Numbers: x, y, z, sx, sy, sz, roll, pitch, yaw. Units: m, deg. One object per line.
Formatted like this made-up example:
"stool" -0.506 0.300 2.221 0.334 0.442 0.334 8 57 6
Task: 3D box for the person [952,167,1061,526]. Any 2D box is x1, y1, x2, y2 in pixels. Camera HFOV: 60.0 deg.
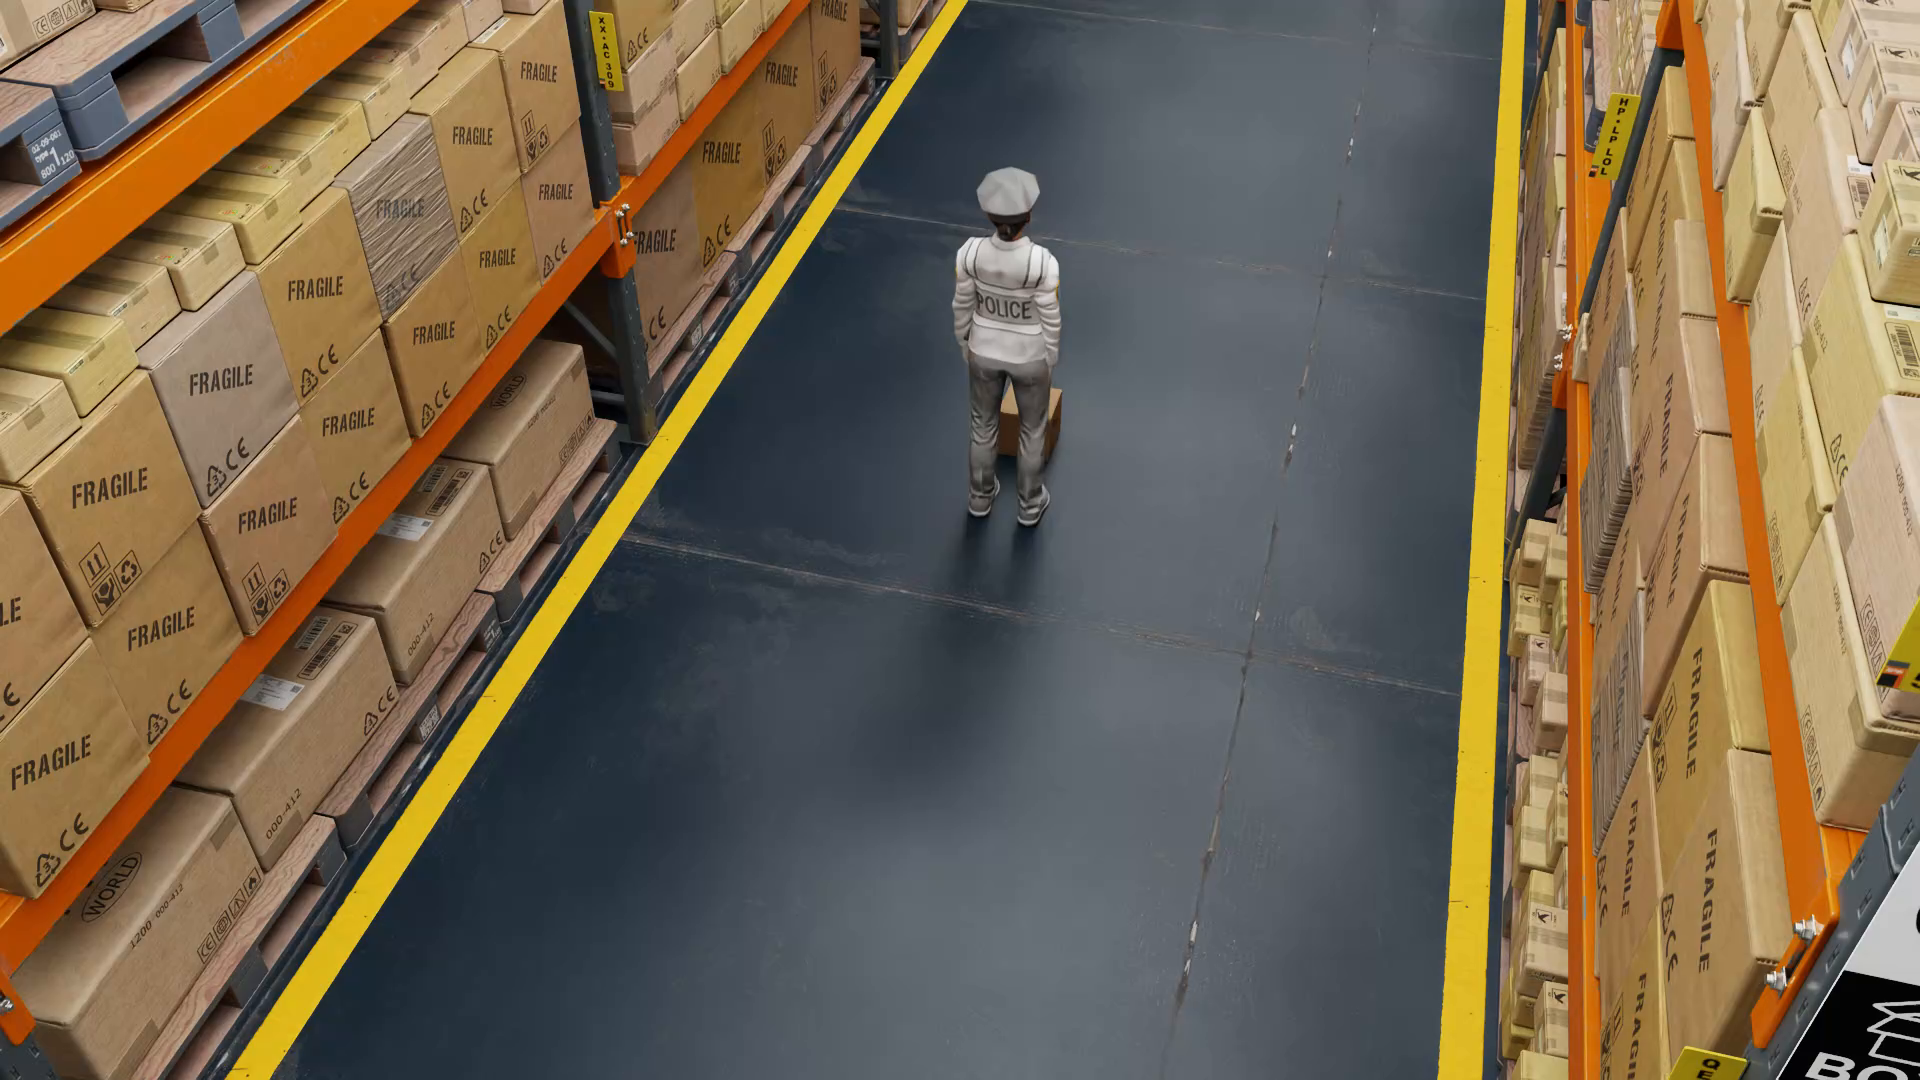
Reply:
"person" 0.201 -0.795 7.055 0.467 1.679 0.341 11 42 12
